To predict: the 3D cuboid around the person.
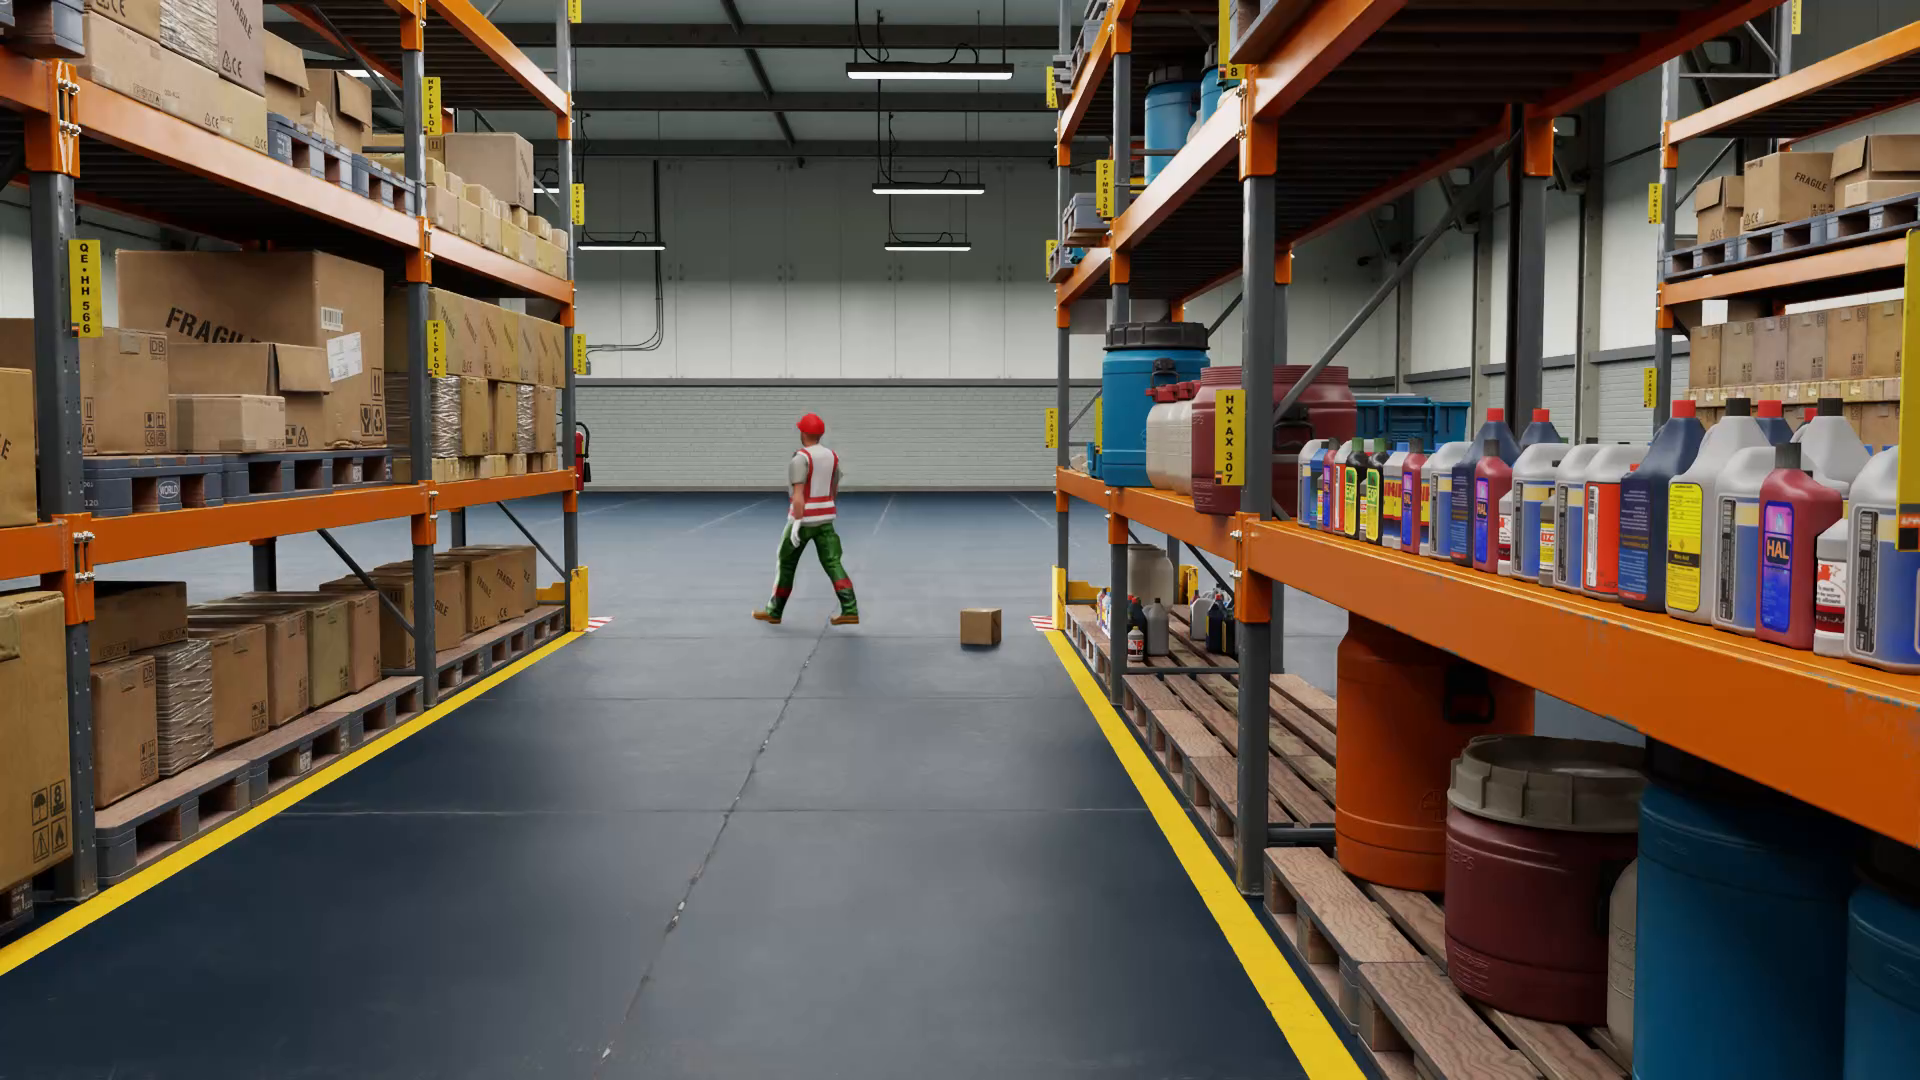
[{"bbox_3d":[-1.251,-0.164,13.496,0.586,1.731,1.085,-3,5,-41],"label":"person"}]
